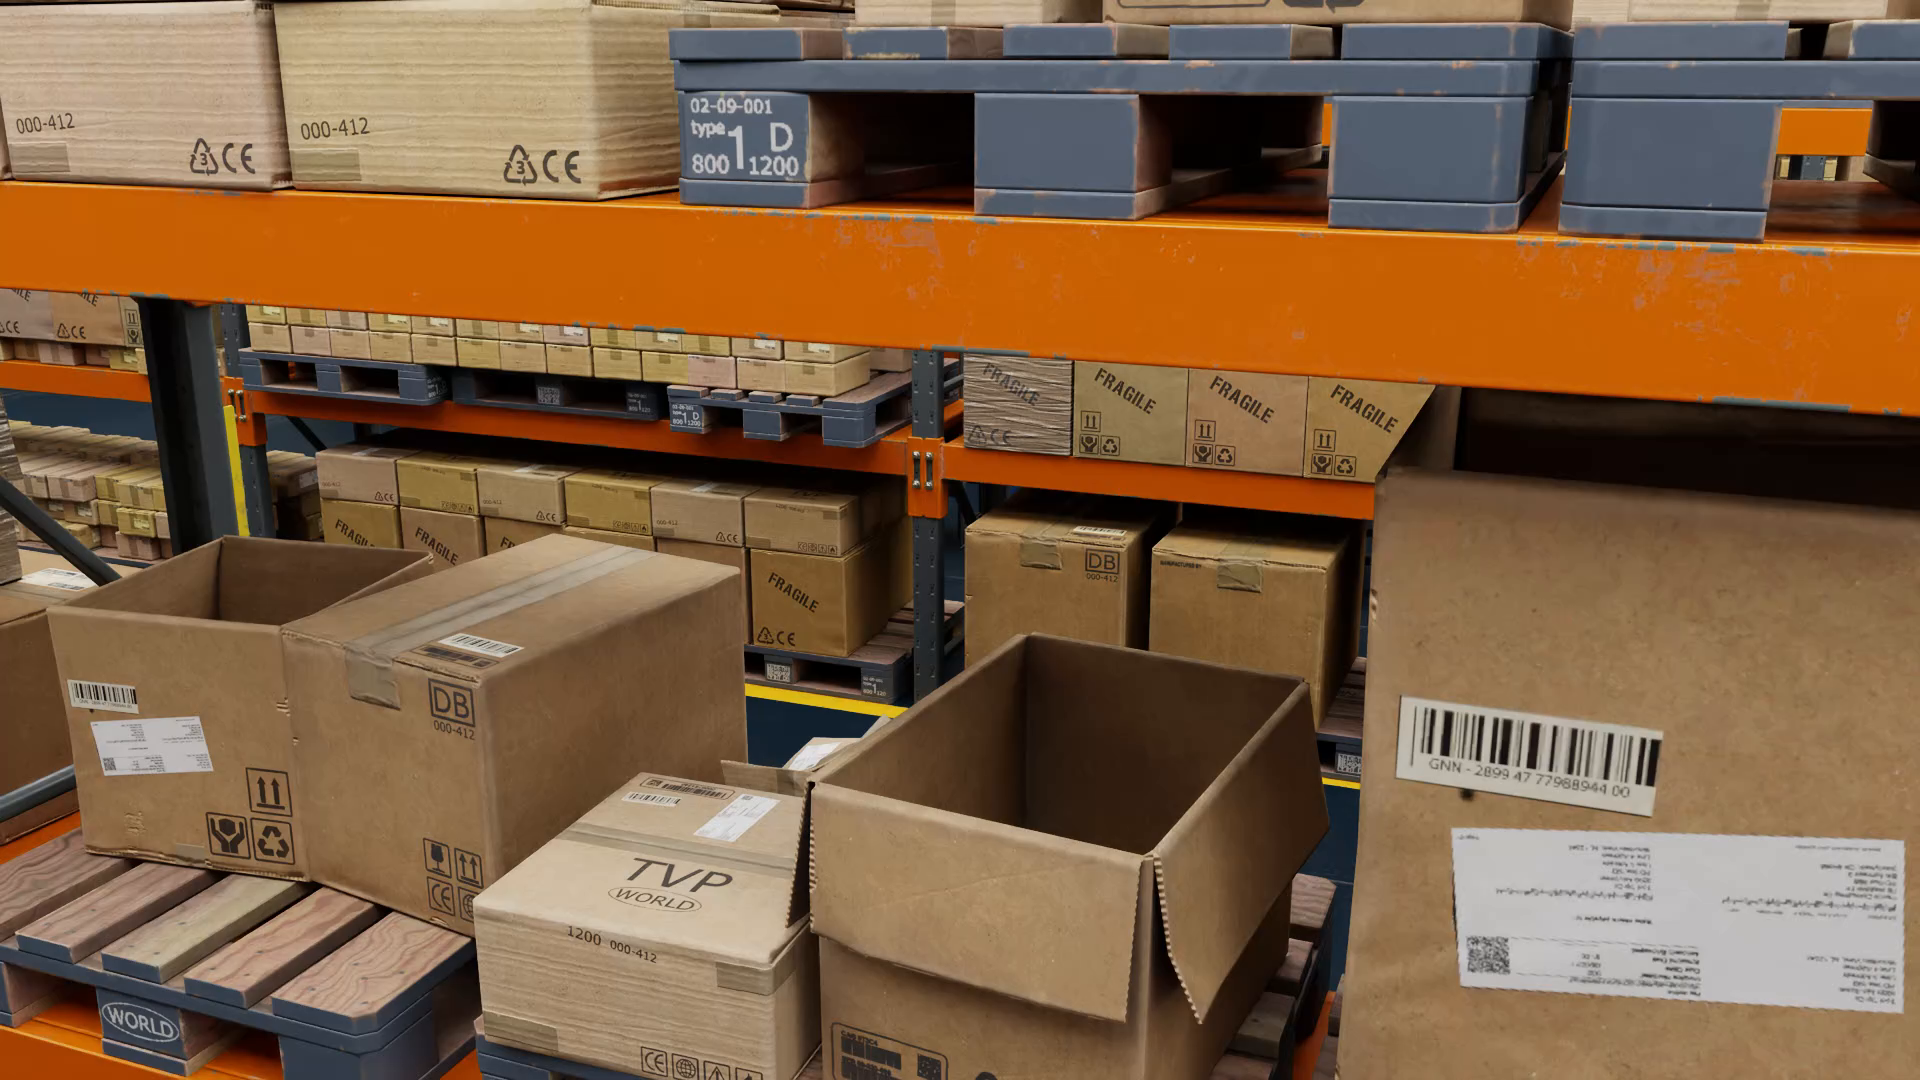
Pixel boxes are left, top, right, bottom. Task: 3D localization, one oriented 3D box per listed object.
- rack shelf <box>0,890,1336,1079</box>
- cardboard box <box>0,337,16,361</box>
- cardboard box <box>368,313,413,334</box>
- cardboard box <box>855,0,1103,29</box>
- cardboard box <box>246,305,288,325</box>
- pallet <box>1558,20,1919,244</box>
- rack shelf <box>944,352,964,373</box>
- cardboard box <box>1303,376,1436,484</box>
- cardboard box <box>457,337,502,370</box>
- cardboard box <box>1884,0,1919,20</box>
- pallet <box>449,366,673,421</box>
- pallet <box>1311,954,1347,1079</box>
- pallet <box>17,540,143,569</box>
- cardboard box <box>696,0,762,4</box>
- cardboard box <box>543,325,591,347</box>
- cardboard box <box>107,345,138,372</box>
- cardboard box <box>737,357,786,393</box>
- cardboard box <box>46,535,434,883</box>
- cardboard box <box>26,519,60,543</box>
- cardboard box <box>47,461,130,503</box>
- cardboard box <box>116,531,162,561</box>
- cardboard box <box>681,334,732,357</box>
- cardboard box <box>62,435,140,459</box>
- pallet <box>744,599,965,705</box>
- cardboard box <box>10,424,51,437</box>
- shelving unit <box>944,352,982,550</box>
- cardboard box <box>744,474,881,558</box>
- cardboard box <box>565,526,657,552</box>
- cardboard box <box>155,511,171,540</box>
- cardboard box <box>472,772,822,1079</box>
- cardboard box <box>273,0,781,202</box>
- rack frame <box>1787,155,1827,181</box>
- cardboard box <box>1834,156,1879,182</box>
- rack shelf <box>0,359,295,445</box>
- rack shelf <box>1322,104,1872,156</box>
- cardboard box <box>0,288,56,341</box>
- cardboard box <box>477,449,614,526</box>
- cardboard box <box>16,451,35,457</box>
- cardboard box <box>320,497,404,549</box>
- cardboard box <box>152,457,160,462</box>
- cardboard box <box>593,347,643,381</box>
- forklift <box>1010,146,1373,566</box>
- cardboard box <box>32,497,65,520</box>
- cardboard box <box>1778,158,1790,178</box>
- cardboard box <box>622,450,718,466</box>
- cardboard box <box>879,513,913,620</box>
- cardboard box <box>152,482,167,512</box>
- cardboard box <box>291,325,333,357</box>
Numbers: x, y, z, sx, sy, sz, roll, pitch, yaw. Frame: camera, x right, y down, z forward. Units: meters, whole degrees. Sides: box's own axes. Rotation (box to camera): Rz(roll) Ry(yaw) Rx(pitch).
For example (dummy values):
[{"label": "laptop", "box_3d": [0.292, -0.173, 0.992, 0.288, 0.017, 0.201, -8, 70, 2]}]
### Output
[{"label": "rack shelf", "box_3d": [-0.033, 1.066, 2.911, 4.000, 0.370, 1.077, 6, 17, 21]}, {"label": "cardboard box", "box_3d": [-5.533, -1.158, 9.734, 0.250, 0.149, 0.380, 7, 17, 22]}, {"label": "cardboard box", "box_3d": [-2.779, -1.155, 8.434, 0.250, 0.149, 0.380, 5, 17, 18]}, {"label": "cardboard box", "box_3d": [0.047, -0.771, 2.233, 0.250, 0.166, 0.380, 6, 17, 19]}, {"label": "cardboard box", "box_3d": [-3.503, -1.233, 8.706, 0.250, 0.149, 0.380, 7, 17, 22]}, {"label": "pallet", "box_3d": [1.292, -0.516, 2.027, 1.003, 0.211, 1.213, 6, 17, 21]}, {"label": "rack shelf", "box_3d": [-0.154, -1.012, 10.443, 0.480, 0.518, 0.431, 6, 17, 21]}, {"label": "cardboard box", "box_3d": [1.745, -0.537, 6.965, 0.500, 0.500, 0.500, 6, 17, 20]}, {"label": "cardboard box", "box_3d": [-2.286, -0.958, 8.292, 0.250, 0.149, 0.380, 6, 17, 20]}, {"label": "cardboard box", "box_3d": [1.427, -0.840, 1.869, 0.637, 0.503, 0.797, 5, 17, 18]}, {"label": "pallet", "box_3d": [-1.836, -0.860, 8.599, 1.213, 0.211, 1.003, 6, 17, 21]}, {"label": "pallet", "box_3d": [1.170, 0.902, 2.532, 1.213, 0.211, 1.003, 6, 17, 21]}, {"label": "pallet", "box_3d": [-5.477, -0.014, 10.343, 1.213, 0.211, 1.003, 6, 17, 21]}, {"label": "cardboard box", "box_3d": [-0.610, -0.995, 2.265, 0.500, 0.500, 0.500, 6, 17, 19]}, {"label": "cardboard box", "box_3d": [-1.807, -1.048, 8.066, 0.250, 0.149, 0.380, 7, 18, 22]}, {"label": "cardboard box", "box_3d": [-4.559, -1.058, 9.388, 0.250, 0.149, 0.380, 7, 18, 23]}, {"label": "cardboard box", "box_3d": [-0.837, -0.798, 7.740, 0.250, 0.149, 0.380, 6, 17, 20]}, {"label": "cardboard box", "box_3d": [-1.377, 0.311, 3.288, 0.500, 0.500, 0.500, 4, 17, 14]}, {"label": "cardboard box", "box_3d": [-5.371, -0.103, 10.010, 0.250, 0.149, 0.380, 7, 17, 22]}, {"label": "cardboard box", "box_3d": [-5.112, -0.346, 9.779, 0.250, 0.149, 0.380, 5, 17, 18]}, {"label": "cardboard box", "box_3d": [-4.671, -0.012, 9.695, 0.250, 0.149, 0.380, 6, 17, 19]}, {"label": "cardboard box", "box_3d": [-1.101, -0.969, 7.796, 0.250, 0.149, 0.380, 7, 17, 22]}, {"label": "cardboard box", "box_3d": [-5.389, -0.543, 10.456, 0.250, 0.149, 0.380, 6, 17, 21]}, {"label": "pallet", "box_3d": [-0.706, 0.499, 8.576, 1.213, 0.211, 1.003, 6, 17, 21]}, {"label": "cardboard box", "box_3d": [-6.118, -0.631, 10.760, 0.250, 0.149, 0.380, 6, 17, 18]}, {"label": "shelving unit", "box_3d": [-0.154, -1.025, 10.439, 0.503, 2.100, 0.431, 6, 17, 21]}, {"label": "cardboard box", "box_3d": [-0.712, -0.123, 8.103, 0.500, 0.250, 0.500, 6, 17, 19]}, {"label": "cardboard box", "box_3d": [-1.667, 0.135, 8.557, 0.500, 0.500, 0.500, 5, 17, 18]}, {"label": "cardboard box", "box_3d": [-4.367, -0.119, 9.529, 0.250, 0.149, 0.380, 5, 17, 18]}, {"label": "cardboard box", "box_3d": [-0.419, 0.618, 2.682, 0.500, 0.250, 0.500, 6, 17, 19]}, {"label": "cardboard box", "box_3d": [-0.591, -0.636, 2.371, 0.500, 0.250, 0.500, 7, 17, 22]}, {"label": "rack frame", "box_3d": [5.464, -1.645, 10.959, 0.127, 3.000, 1.000, 6, 17, 21]}, {"label": "cardboard box", "box_3d": [5.793, -2.215, 10.416, 0.500, 0.500, 0.700, 6, 17, 20]}, {"label": "rack shelf", "box_3d": [-5.561, -1.028, 10.125, 4.000, 0.370, 1.077, 6, 17, 21]}, {"label": "rack shelf", "box_3d": [1.881, -1.650, 6.888, 4.000, 0.370, 1.077, 6, 17, 21]}, {"label": "cardboard box", "box_3d": [-5.199, -1.441, 9.543, 0.500, 0.500, 0.500, 6, 17, 20]}, {"label": "cardboard box", "box_3d": [-2.141, -0.279, 8.640, 0.500, 0.250, 0.500, 7, 18, 23]}, {"label": "cardboard box", "box_3d": [-5.827, -0.425, 10.052, 0.250, 0.149, 0.380, 7, 17, 21]}, {"label": "cardboard box", "box_3d": [-3.111, -0.026, 9.113, 0.500, 0.500, 0.500, 7, 18, 23]}, {"label": "cardboard box", "box_3d": [-4.684, -0.454, 10.149, 0.250, 0.149, 0.380, 6, 17, 19]}, {"label": "cardboard box", "box_3d": [-1.558, -0.878, 8.014, 0.250, 0.149, 0.380, 5, 17, 18]}, {"label": "forklift", "box_3d": [1.813, -1.237, 9.676, 3.031, 2.935, 1.130, 5, 17, 16]}, {"label": "cardboard box", "box_3d": [-5.306, -0.246, 9.968, 0.250, 0.149, 0.380, 5, 17, 18]}, {"label": "cardboard box", "box_3d": [7.469, -3.325, 14.872, 0.250, 0.149, 0.380, 7, 17, 22]}, {"label": "cardboard box", "box_3d": [-1.460, -0.360, 8.920, 0.500, 0.250, 0.500, 6, 17, 21]}, {"label": "cardboard box", "box_3d": [-0.544, 0.100, 8.678, 0.500, 0.500, 0.500, 6, 17, 18]}, {"label": "cardboard box", "box_3d": [-4.379, -0.272, 9.524, 0.250, 0.149, 0.380, 7, 17, 21]}, {"label": "cardboard box", "box_3d": [-3.243, -1.064, 8.655, 0.250, 0.149, 0.380, 7, 17, 22]}]
